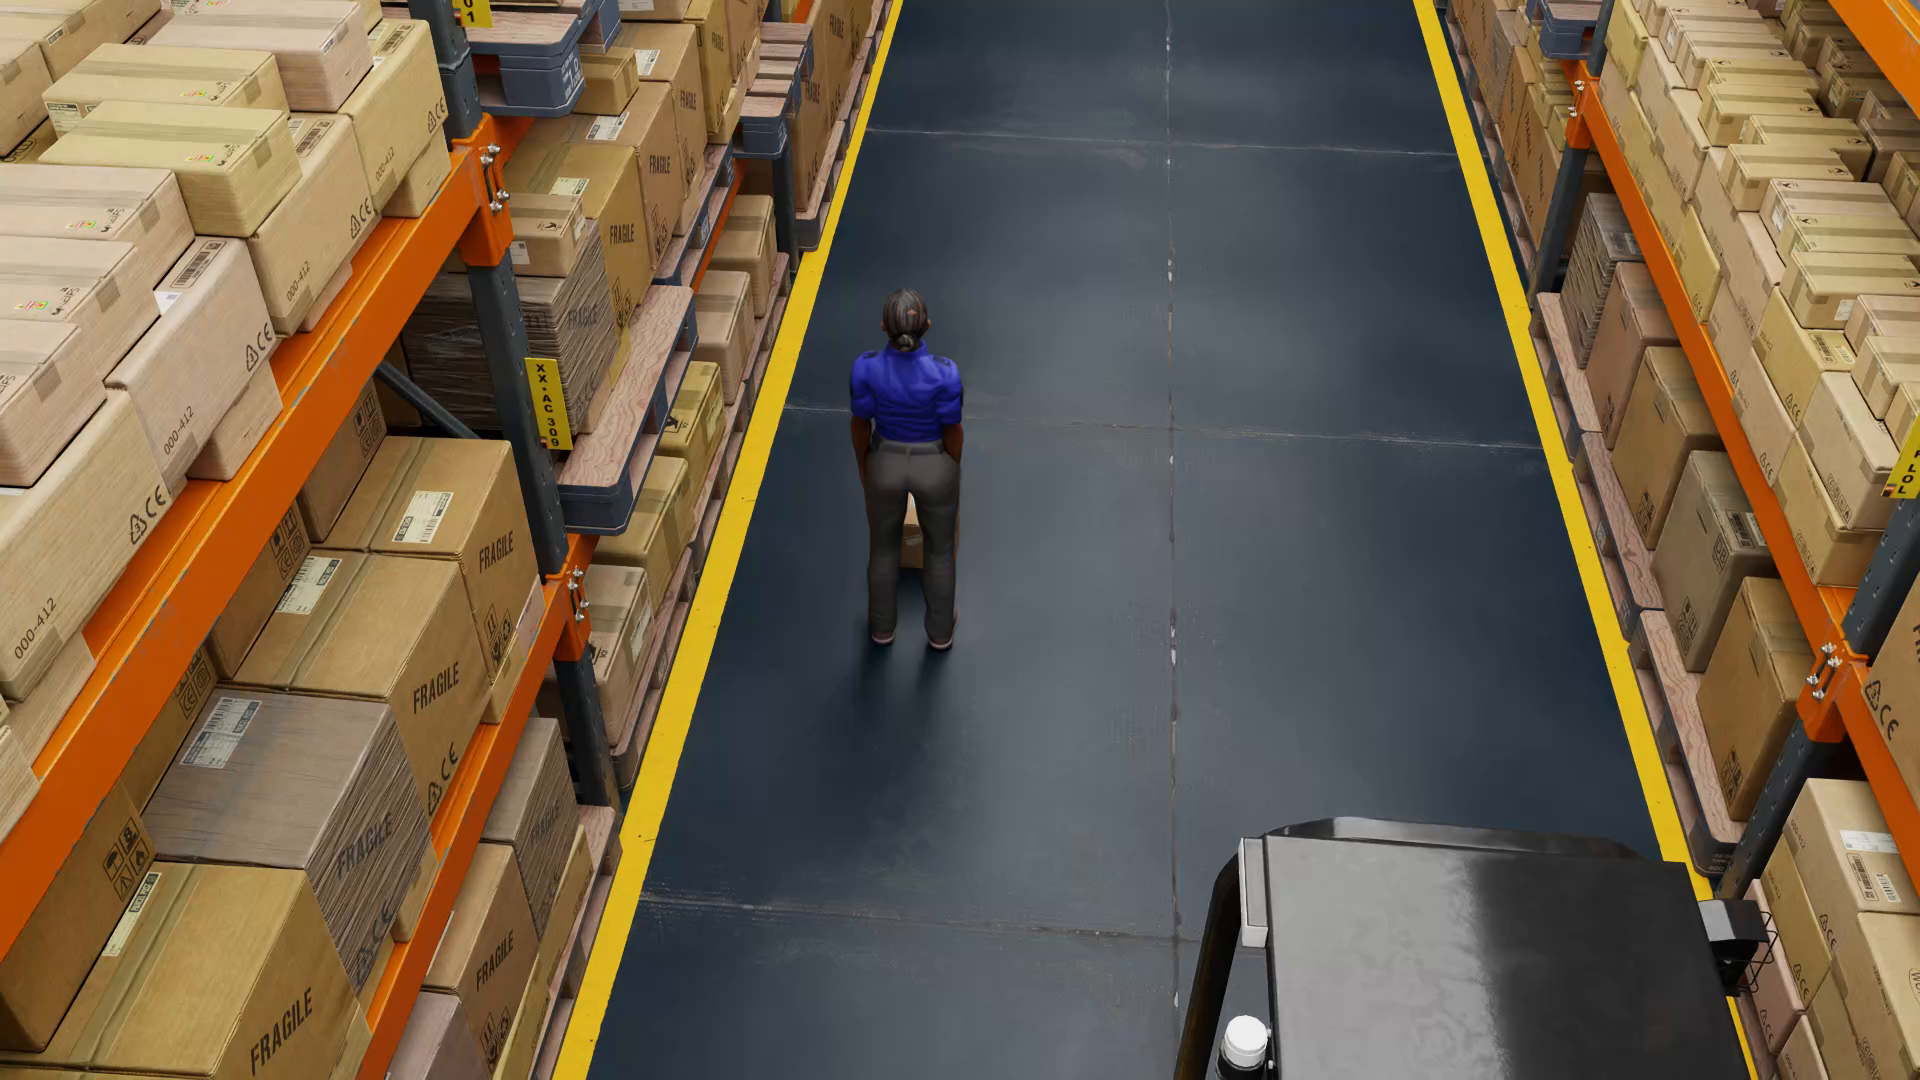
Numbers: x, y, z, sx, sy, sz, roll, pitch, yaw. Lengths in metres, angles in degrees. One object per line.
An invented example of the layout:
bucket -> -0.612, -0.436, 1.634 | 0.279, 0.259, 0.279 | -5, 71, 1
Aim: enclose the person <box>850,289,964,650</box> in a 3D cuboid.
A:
person -> -0.200, -0.265, 6.472 | 0.438, 1.660, 0.307 | 4, 40, 5
